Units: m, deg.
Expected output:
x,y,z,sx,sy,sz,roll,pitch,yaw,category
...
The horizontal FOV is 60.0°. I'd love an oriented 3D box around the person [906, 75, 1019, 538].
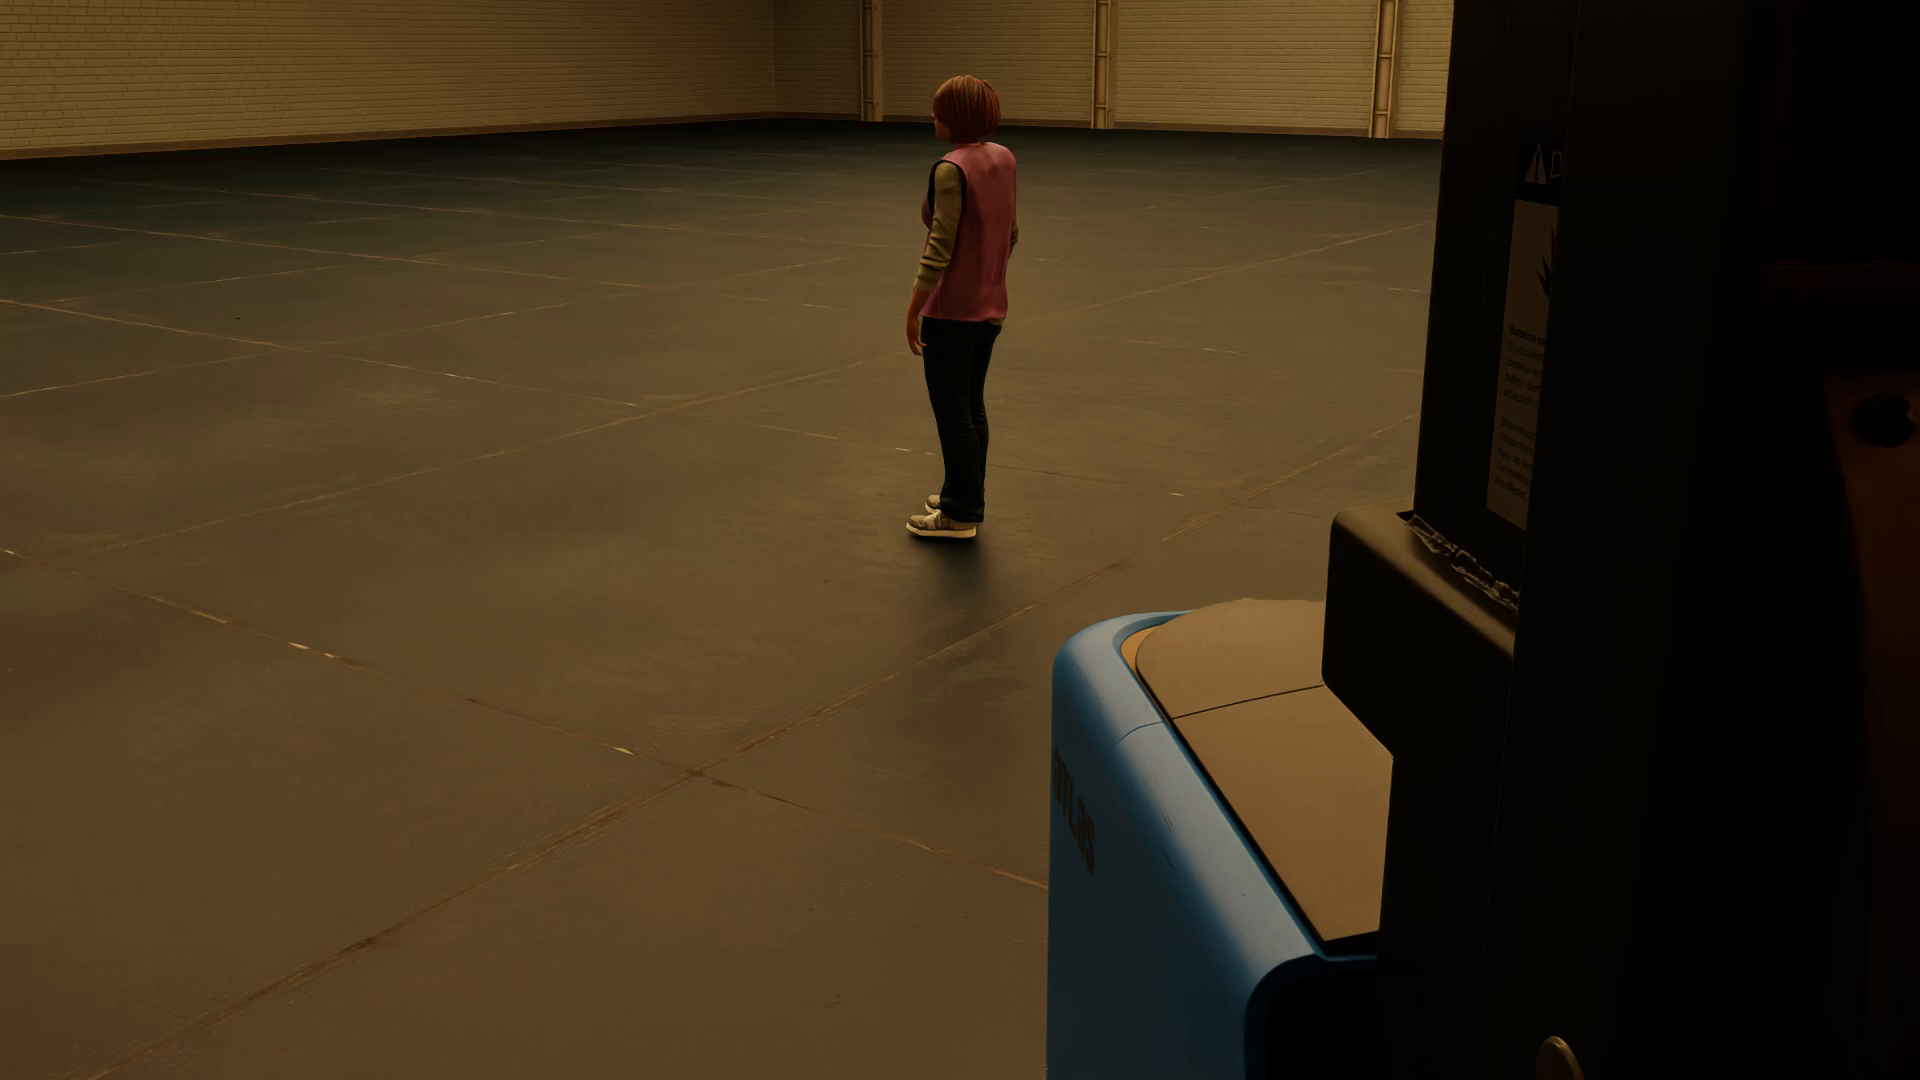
x,y,z,sx,sy,sz,roll,pitch,yaw,category
-0.054,-0.787,5.769,0.473,1.599,0.521,11,20,33,person
